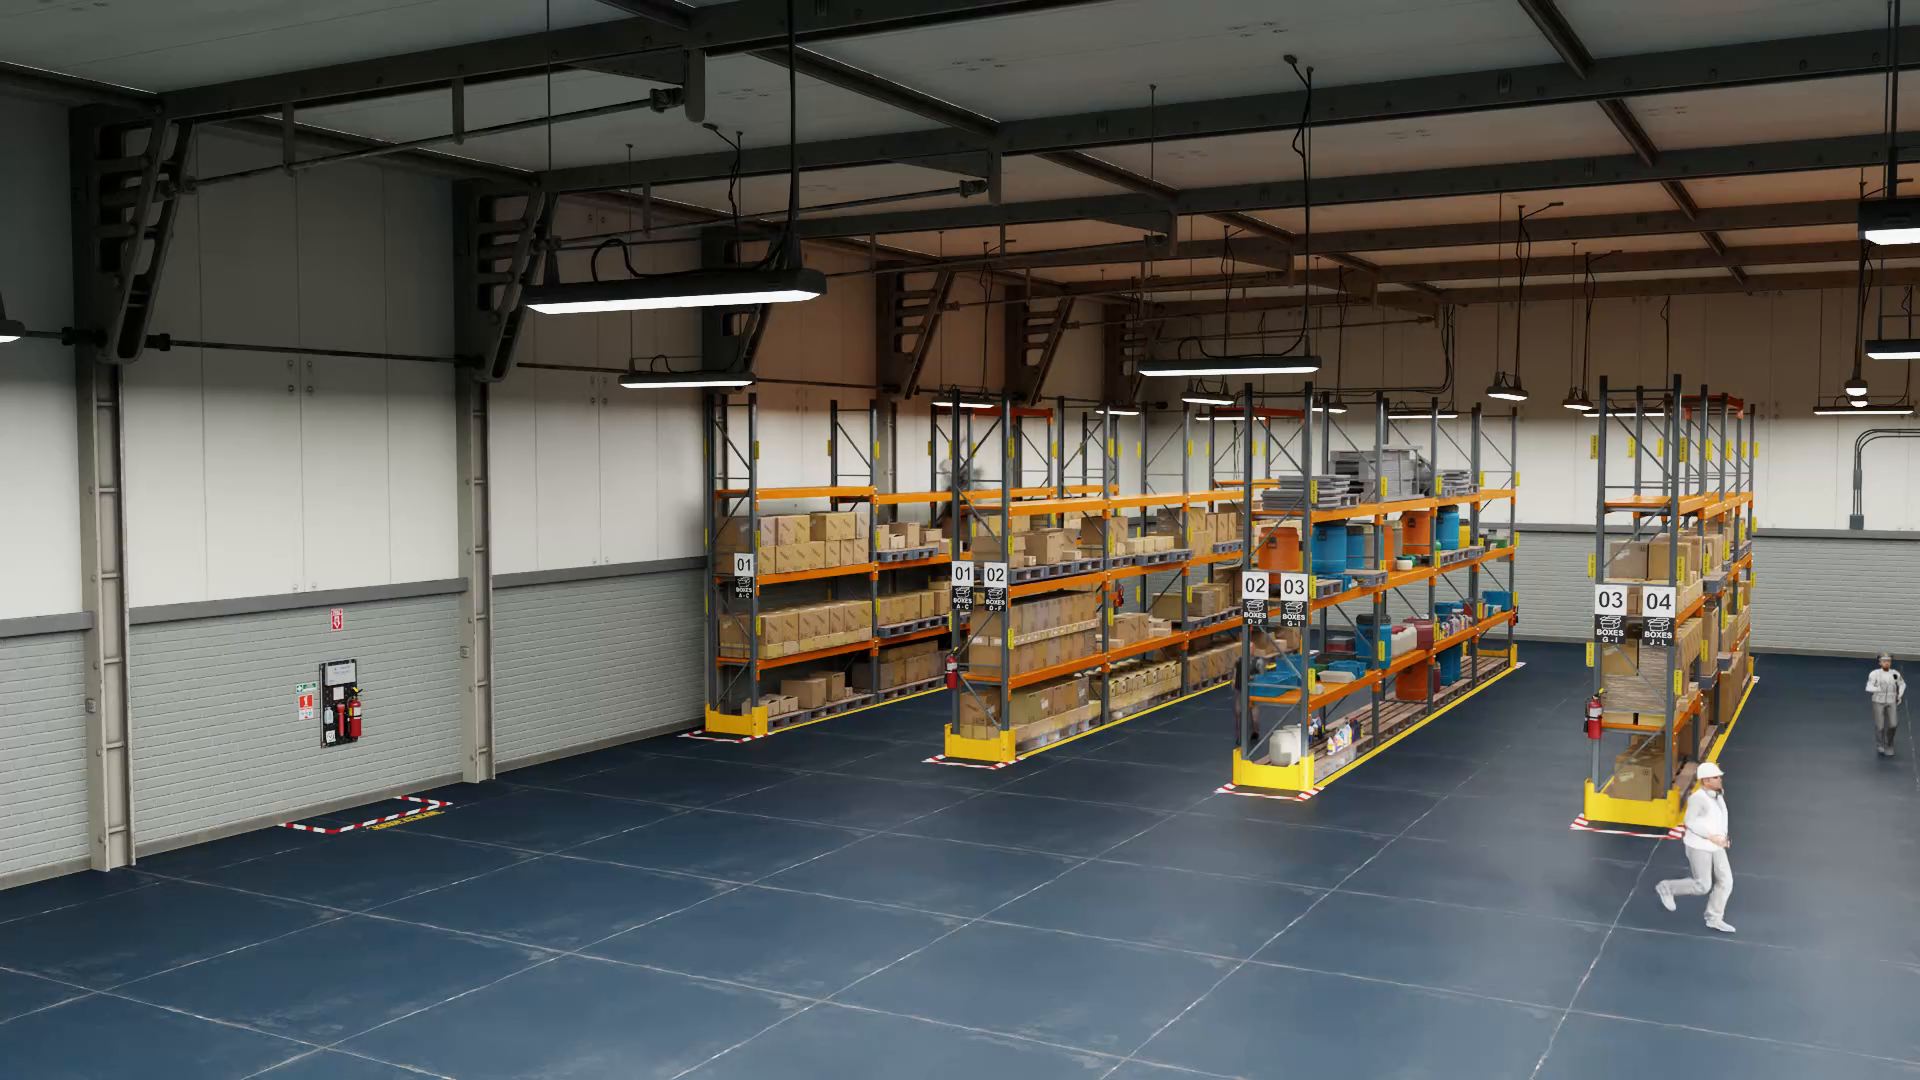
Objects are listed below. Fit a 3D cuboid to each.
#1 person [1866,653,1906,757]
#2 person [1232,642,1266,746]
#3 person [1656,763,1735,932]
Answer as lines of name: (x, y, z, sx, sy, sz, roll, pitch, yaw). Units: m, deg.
person: (15.149, 2.697, 27.190, 0.595, 1.700, 0.629, 1, 3, 23)
person: (4.899, 2.618, 28.300, 0.624, 1.780, 0.752, 1, 3, 23)
person: (7.769, 3.190, 17.472, 0.652, 1.743, 0.813, -2, 4, -38)
